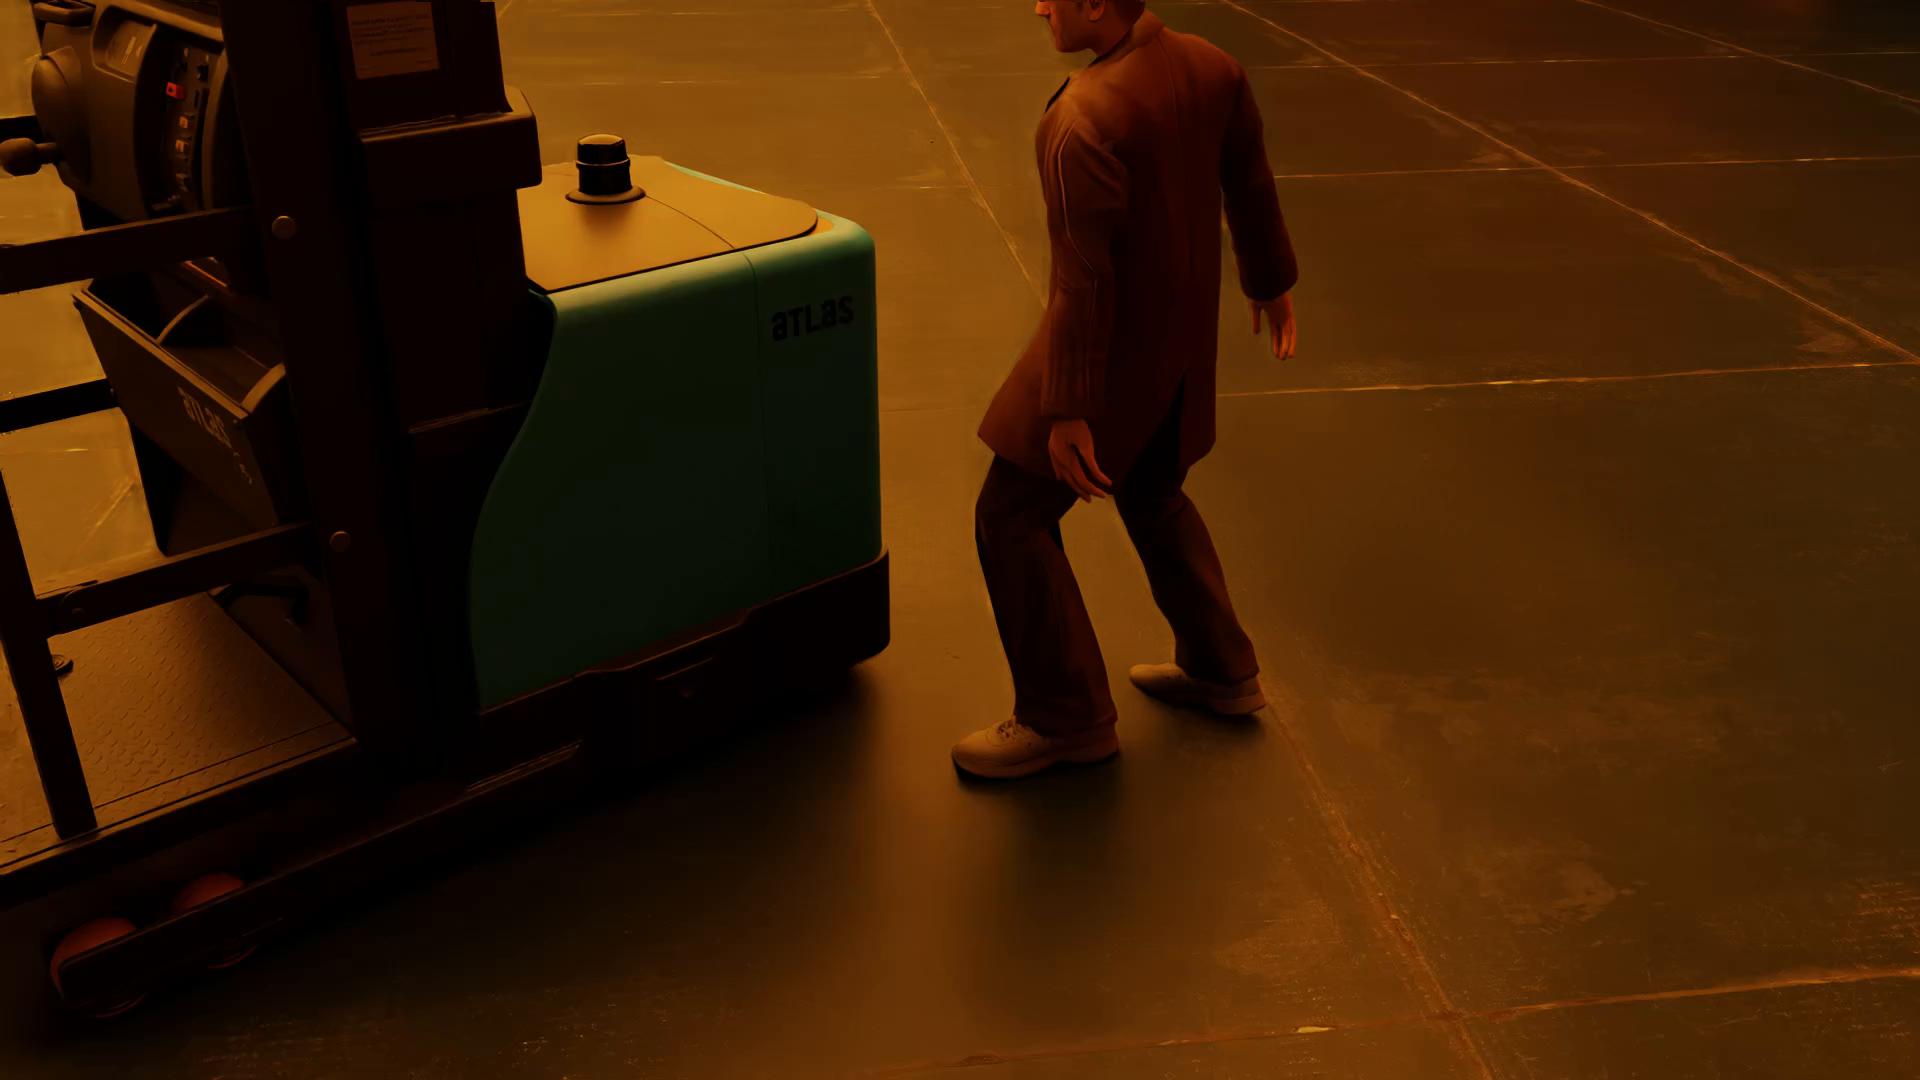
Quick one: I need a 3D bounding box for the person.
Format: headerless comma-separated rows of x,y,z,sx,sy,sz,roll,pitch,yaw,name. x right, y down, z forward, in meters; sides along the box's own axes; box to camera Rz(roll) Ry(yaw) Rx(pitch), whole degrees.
0.381,-0.371,3.441,0.529,1.749,0.932,22,34,38,person

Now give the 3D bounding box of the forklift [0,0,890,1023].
-1.603,-0.749,2.785,3.031,2.935,1.130,-21,33,-37,forklift
